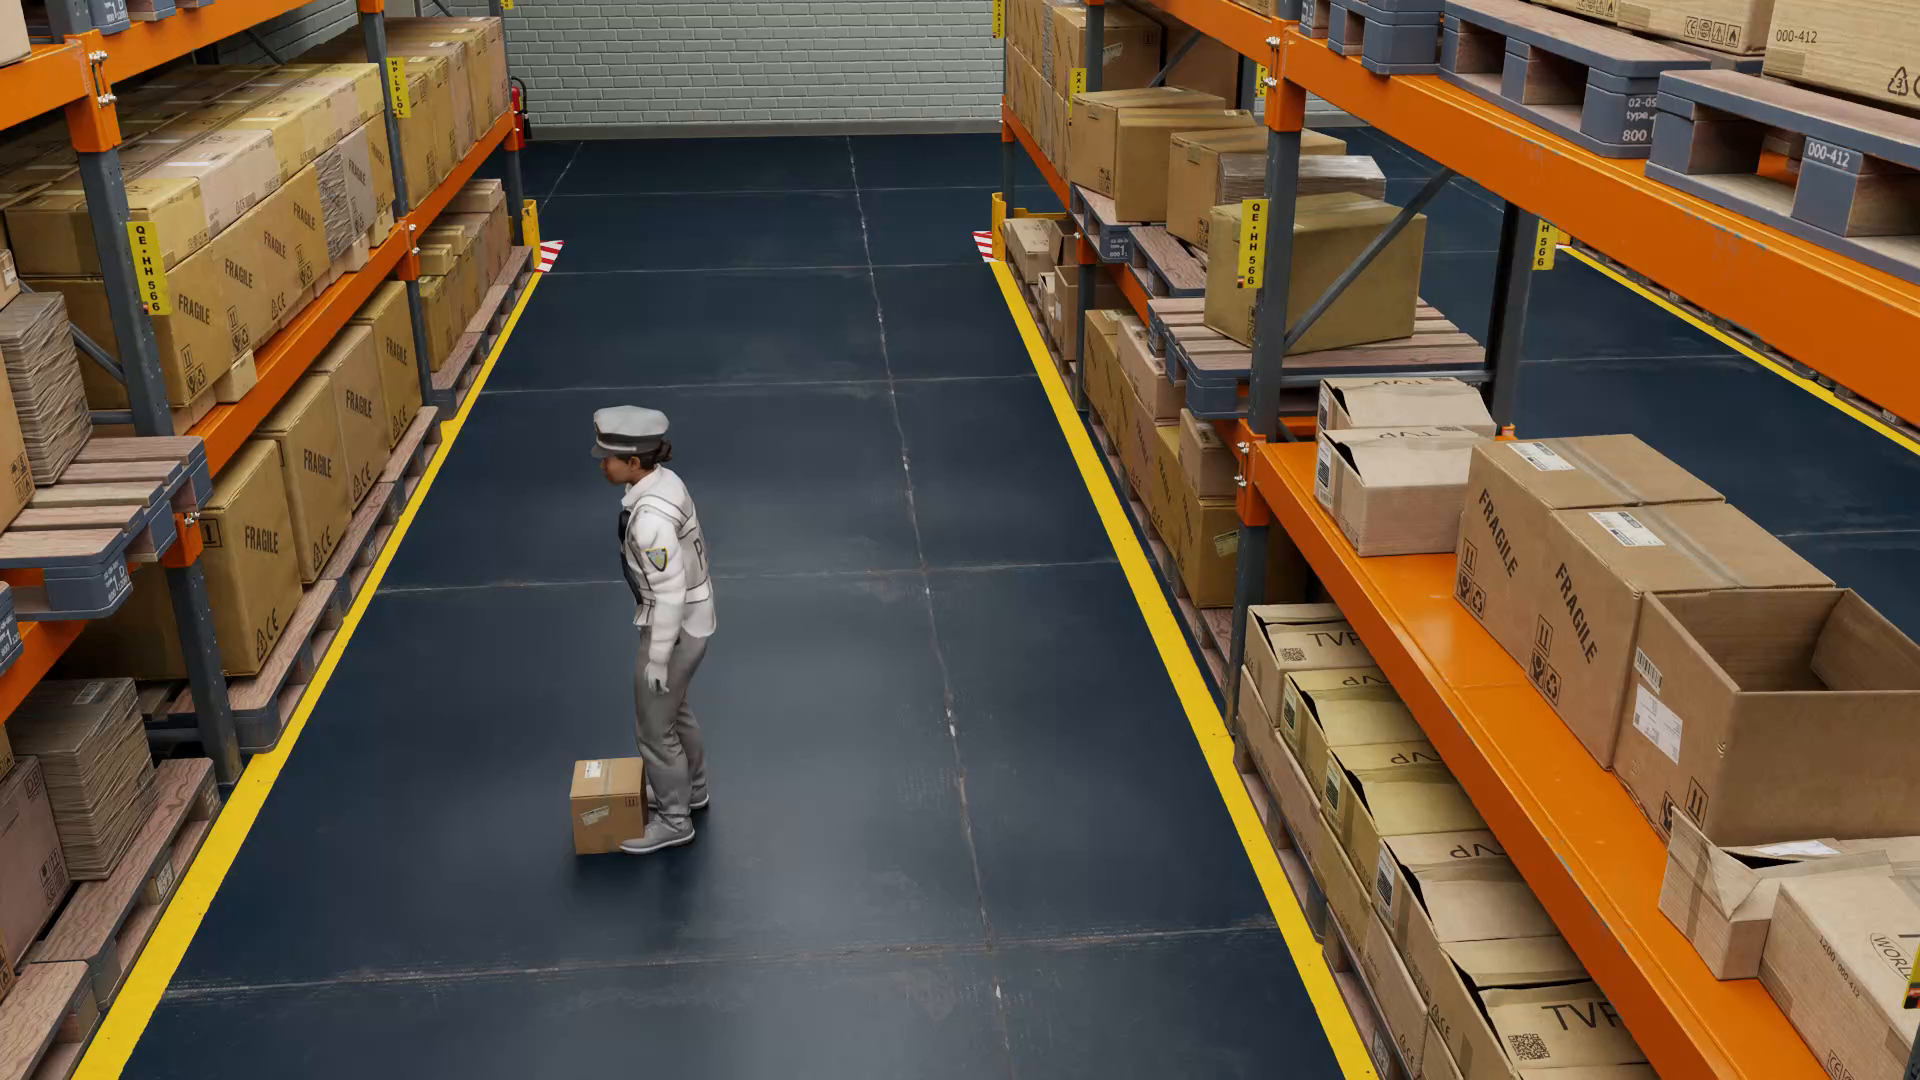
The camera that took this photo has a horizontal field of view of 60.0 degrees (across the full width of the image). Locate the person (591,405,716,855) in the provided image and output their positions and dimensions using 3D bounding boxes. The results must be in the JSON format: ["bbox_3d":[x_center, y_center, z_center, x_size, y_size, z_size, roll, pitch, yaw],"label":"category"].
[{"bbox_3d":[-1.070,0.321,5.873,0.415,1.662,0.526,-4,24,-8],"label":"person"}]
